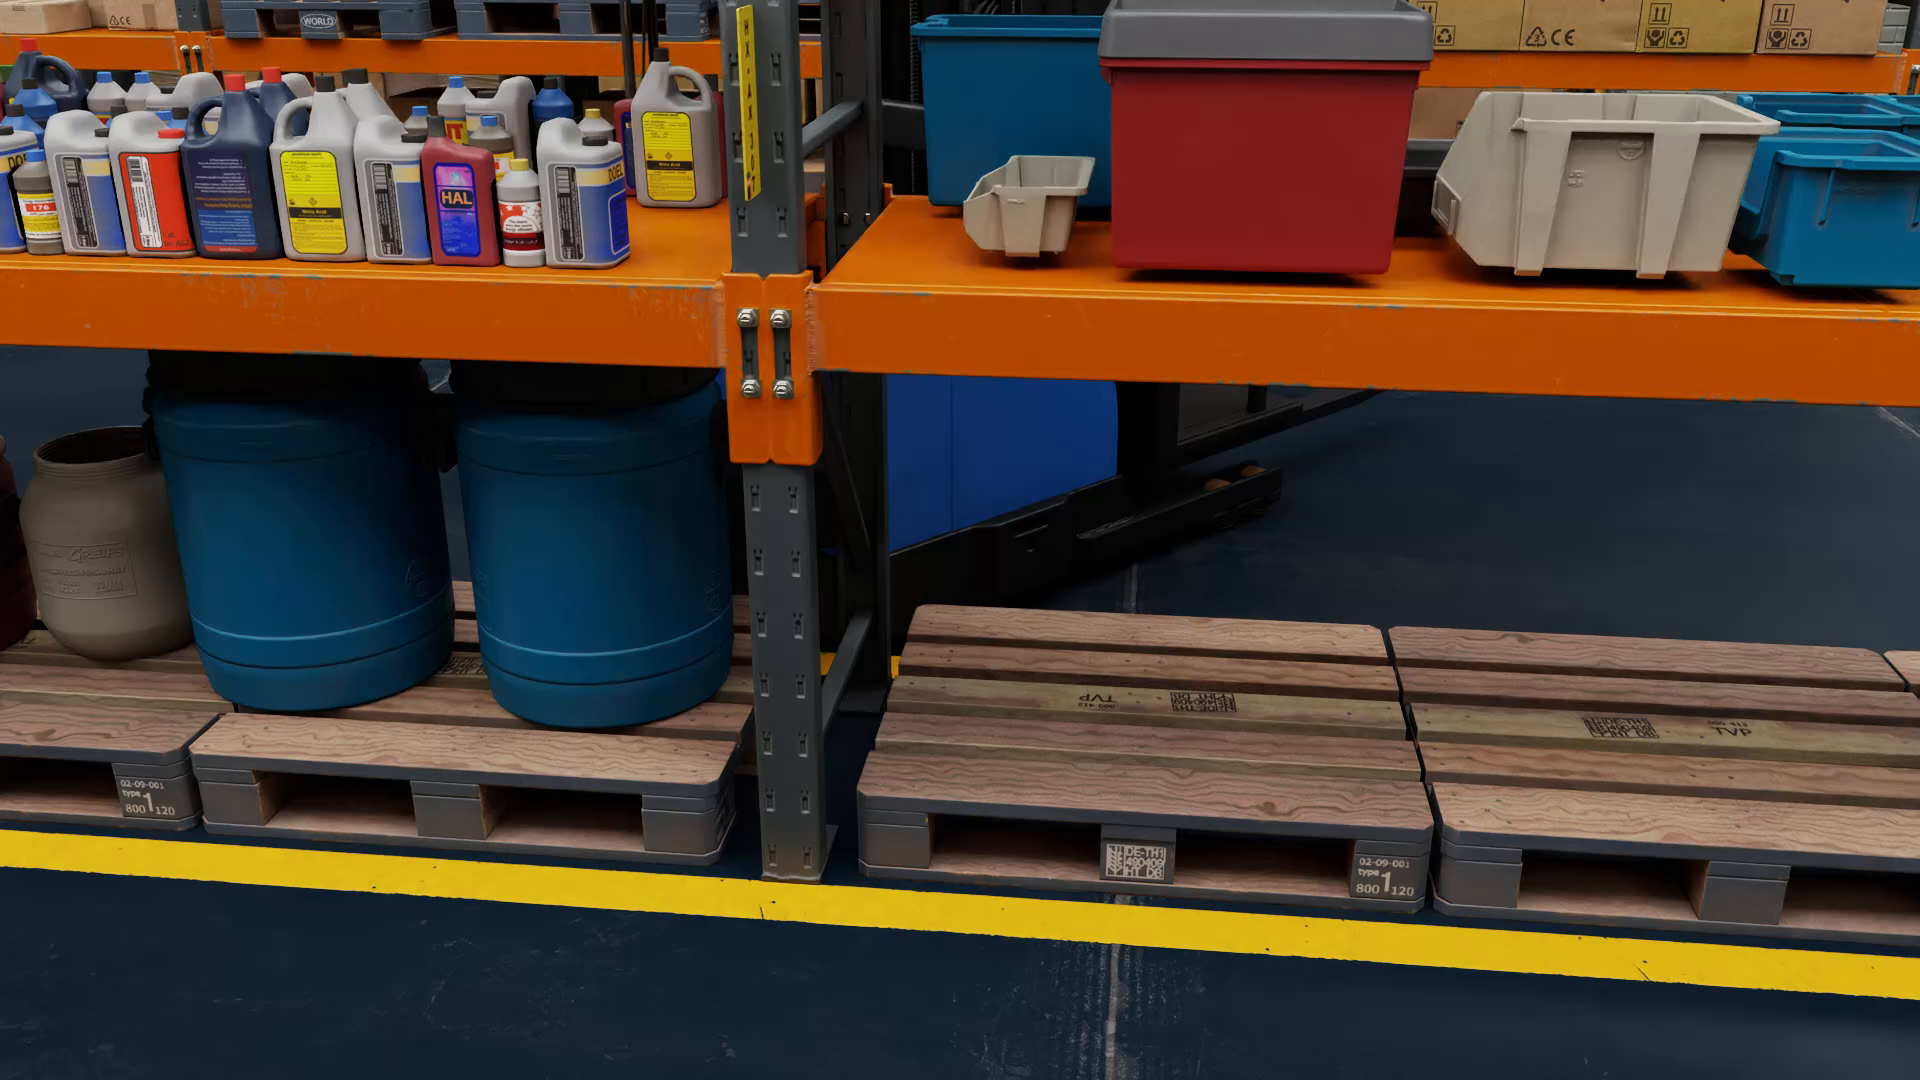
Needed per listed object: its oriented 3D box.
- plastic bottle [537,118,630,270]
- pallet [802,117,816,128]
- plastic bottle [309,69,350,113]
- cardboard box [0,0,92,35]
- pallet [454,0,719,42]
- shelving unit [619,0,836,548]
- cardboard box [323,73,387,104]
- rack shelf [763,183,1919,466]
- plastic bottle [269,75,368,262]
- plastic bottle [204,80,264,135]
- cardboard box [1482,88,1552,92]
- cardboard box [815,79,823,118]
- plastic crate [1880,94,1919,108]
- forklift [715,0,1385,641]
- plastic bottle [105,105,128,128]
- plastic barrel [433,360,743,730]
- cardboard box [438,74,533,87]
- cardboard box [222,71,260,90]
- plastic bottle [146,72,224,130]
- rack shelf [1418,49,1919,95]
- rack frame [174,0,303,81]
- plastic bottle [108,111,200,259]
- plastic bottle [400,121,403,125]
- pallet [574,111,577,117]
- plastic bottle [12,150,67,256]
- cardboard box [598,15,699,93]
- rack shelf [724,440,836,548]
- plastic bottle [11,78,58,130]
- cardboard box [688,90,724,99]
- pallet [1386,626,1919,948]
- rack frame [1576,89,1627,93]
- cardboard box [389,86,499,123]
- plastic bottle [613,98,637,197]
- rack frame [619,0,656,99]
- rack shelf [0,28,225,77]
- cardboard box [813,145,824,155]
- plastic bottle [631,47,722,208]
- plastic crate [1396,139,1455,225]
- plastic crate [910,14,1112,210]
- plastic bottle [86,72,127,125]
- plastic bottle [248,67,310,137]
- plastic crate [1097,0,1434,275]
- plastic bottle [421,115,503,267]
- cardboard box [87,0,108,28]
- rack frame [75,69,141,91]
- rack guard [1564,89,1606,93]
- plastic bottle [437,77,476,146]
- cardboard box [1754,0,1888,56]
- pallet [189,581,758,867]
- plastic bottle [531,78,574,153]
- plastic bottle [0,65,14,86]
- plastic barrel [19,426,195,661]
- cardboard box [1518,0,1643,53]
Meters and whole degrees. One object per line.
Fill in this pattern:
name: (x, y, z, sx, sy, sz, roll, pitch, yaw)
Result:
plastic bottle: (-0.734, -0.681, 3.250, 0.135, 0.276, 0.152, 2, 22, 6)
pallet: (-1.129, -3.217, 13.291, 1.213, 0.211, 1.003, 2, 22, 6)
plastic bottle: (-1.500, -0.995, 4.036, 0.133, 0.283, 0.061, 2, 22, 6)
cardboard box: (-4.616, -2.642, 8.384, 0.250, 0.149, 0.380, 2, 22, 6)
pallet: (-1.758, -2.649, 8.321, 1.213, 0.211, 1.003, 2, 22, 6)
shelving unit: (-0.552, -0.715, 4.330, 0.503, 2.100, 0.431, 0, 22, -1)
cardboard box: (-4.827, -3.760, 13.671, 0.500, 0.500, 0.700, 2, 22, 6)
rack shelf: (1.682, -0.418, 3.396, 4.000, 0.370, 1.077, 2, 22, 6)
plastic bottle: (-1.256, -0.737, 3.290, 0.185, 0.351, 0.144, 2, 22, 6)
plastic bottle: (-1.657, -0.925, 3.869, 0.135, 0.276, 0.152, 2, 22, 6)
cardboard box: (4.127, -3.310, 12.561, 0.500, 0.500, 0.700, 2, 22, 6)
cardboard box: (-0.682, -3.670, 12.996, 0.750, 0.750, 0.750, 3, 22, 8)
plastic crate: (2.154, -0.804, 3.540, 0.300, 0.233, 0.416, 2, 22, 6)
forklift: (0.457, -1.522, 5.303, 3.031, 2.935, 1.130, -19, 29, -40)
plastic bottle: (-1.735, -0.768, 3.478, 0.097, 0.271, 0.097, 0, 22, 0)
plastic barrel: (-0.843, -0.089, 3.867, 0.708, 0.901, 0.600, 2, 22, 6)
cardboard box: (-3.832, -3.684, 13.479, 0.500, 0.500, 0.700, 3, 22, 7)
cardboard box: (-5.831, -3.815, 13.811, 0.500, 0.500, 0.700, 2, 22, 5)
plastic bottle: (-1.869, -0.991, 4.035, 0.135, 0.276, 0.152, 2, 22, 6)
rack shelf: (2.268, -2.227, 7.970, 4.000, 0.370, 1.077, 2, 22, 6)
rack frame: (-3.690, -2.821, 8.495, 0.127, 3.000, 1.000, 2, 22, 6)
plastic bottle: (-1.598, -0.718, 3.346, 0.135, 0.276, 0.152, 2, 22, 6)
plastic bottle: (-1.388, -0.945, 4.021, 0.097, 0.201, 0.097, 0, 22, 0)
pallet: (-3.887, -3.367, 13.669, 1.213, 0.211, 1.003, 2, 22, 6)
plastic bottle: (-1.850, -0.684, 3.361, 0.097, 0.201, 0.097, 0, 22, 0)
cardboard box: (-2.396, -3.745, 13.186, 0.750, 0.750, 0.750, 2, 22, 6)
rack shelf: (-0.555, -0.052, 4.594, 0.480, 0.518, 0.431, 0, 22, -1)
plastic bottle: (-2.191, -0.959, 3.962, 0.097, 0.271, 0.097, 0, 22, 0)
cardboard box: (-1.163, -2.192, 8.685, 0.500, 0.250, 0.500, 3, 22, 6)
pallet: (1.645, 0.527, 3.820, 1.213, 0.211, 1.003, 2, 22, 6)
rack frame: (4.834, -4.283, 12.194, 0.127, 3.000, 1.000, 2, 22, 6)
cardboard box: (-2.677, -2.256, 8.848, 0.500, 0.250, 0.500, 3, 22, 8)
plastic bottle: (-0.751, -0.962, 3.953, 0.133, 0.283, 0.061, 2, 22, 6)
rack frame: (-0.796, -0.715, 4.328, 0.015, 2.100, 0.400, 0, 22, -1)
rack shelf: (-5.676, -2.573, 8.846, 4.000, 0.370, 1.077, 2, 22, 6)
cardboard box: (-0.701, -1.819, 8.762, 0.500, 0.500, 0.500, 3, 22, 7)
plastic bottle: (-0.656, -0.952, 3.834, 0.185, 0.351, 0.144, 2, 22, 6)
plastic crate: (0.839, -0.789, 3.648, 0.590, 0.125, 0.437, 2, 22, 6)
plastic crate: (0.199, -0.964, 3.739, 0.575, 0.384, 0.392, 2, 22, 6)
plastic bottle: (-2.078, -1.008, 4.084, 0.097, 0.271, 0.097, 0, 22, 0)
plastic bottle: (-1.422, -0.797, 3.444, 0.185, 0.351, 0.144, 2, 22, 6)
plastic crate: (0.553, -0.767, 3.131, 0.583, 0.464, 0.402, 2, 22, 6)
plastic bottle: (-0.969, -0.677, 3.232, 0.133, 0.283, 0.061, 2, 22, 6)
cardboard box: (-4.555, -2.889, 8.788, 0.500, 0.311, 0.500, 2, 22, 6)
rack frame: (-7.083, -4.803, 13.508, 0.127, 3.000, 1.000, 2, 22, 6)
rack guard: (4.857, -3.120, 12.651, 0.348, 0.500, 1.175, 2, 22, 6)
plastic bottle: (-1.195, -0.969, 3.987, 0.097, 0.271, 0.097, 0, 22, 0)
cardboard box: (3.778, -2.441, 7.398, 0.500, 0.500, 0.500, 3, 22, 8)
pallet: (-1.066, 0.409, 4.119, 1.213, 0.211, 1.003, 2, 22, 6)
plastic bottle: (-0.964, -0.959, 3.962, 0.097, 0.271, 0.097, 0, 22, 0)
plastic bottle: (-2.374, -1.033, 4.132, 0.133, 0.283, 0.061, 2, 22, 6)
plastic barrel: (-2.096, 0.005, 4.160, 0.421, 0.512, 0.421, 0, 22, 0)
cardboard box: (2.767, -2.486, 7.512, 0.500, 0.500, 0.500, 3, 22, 7)
